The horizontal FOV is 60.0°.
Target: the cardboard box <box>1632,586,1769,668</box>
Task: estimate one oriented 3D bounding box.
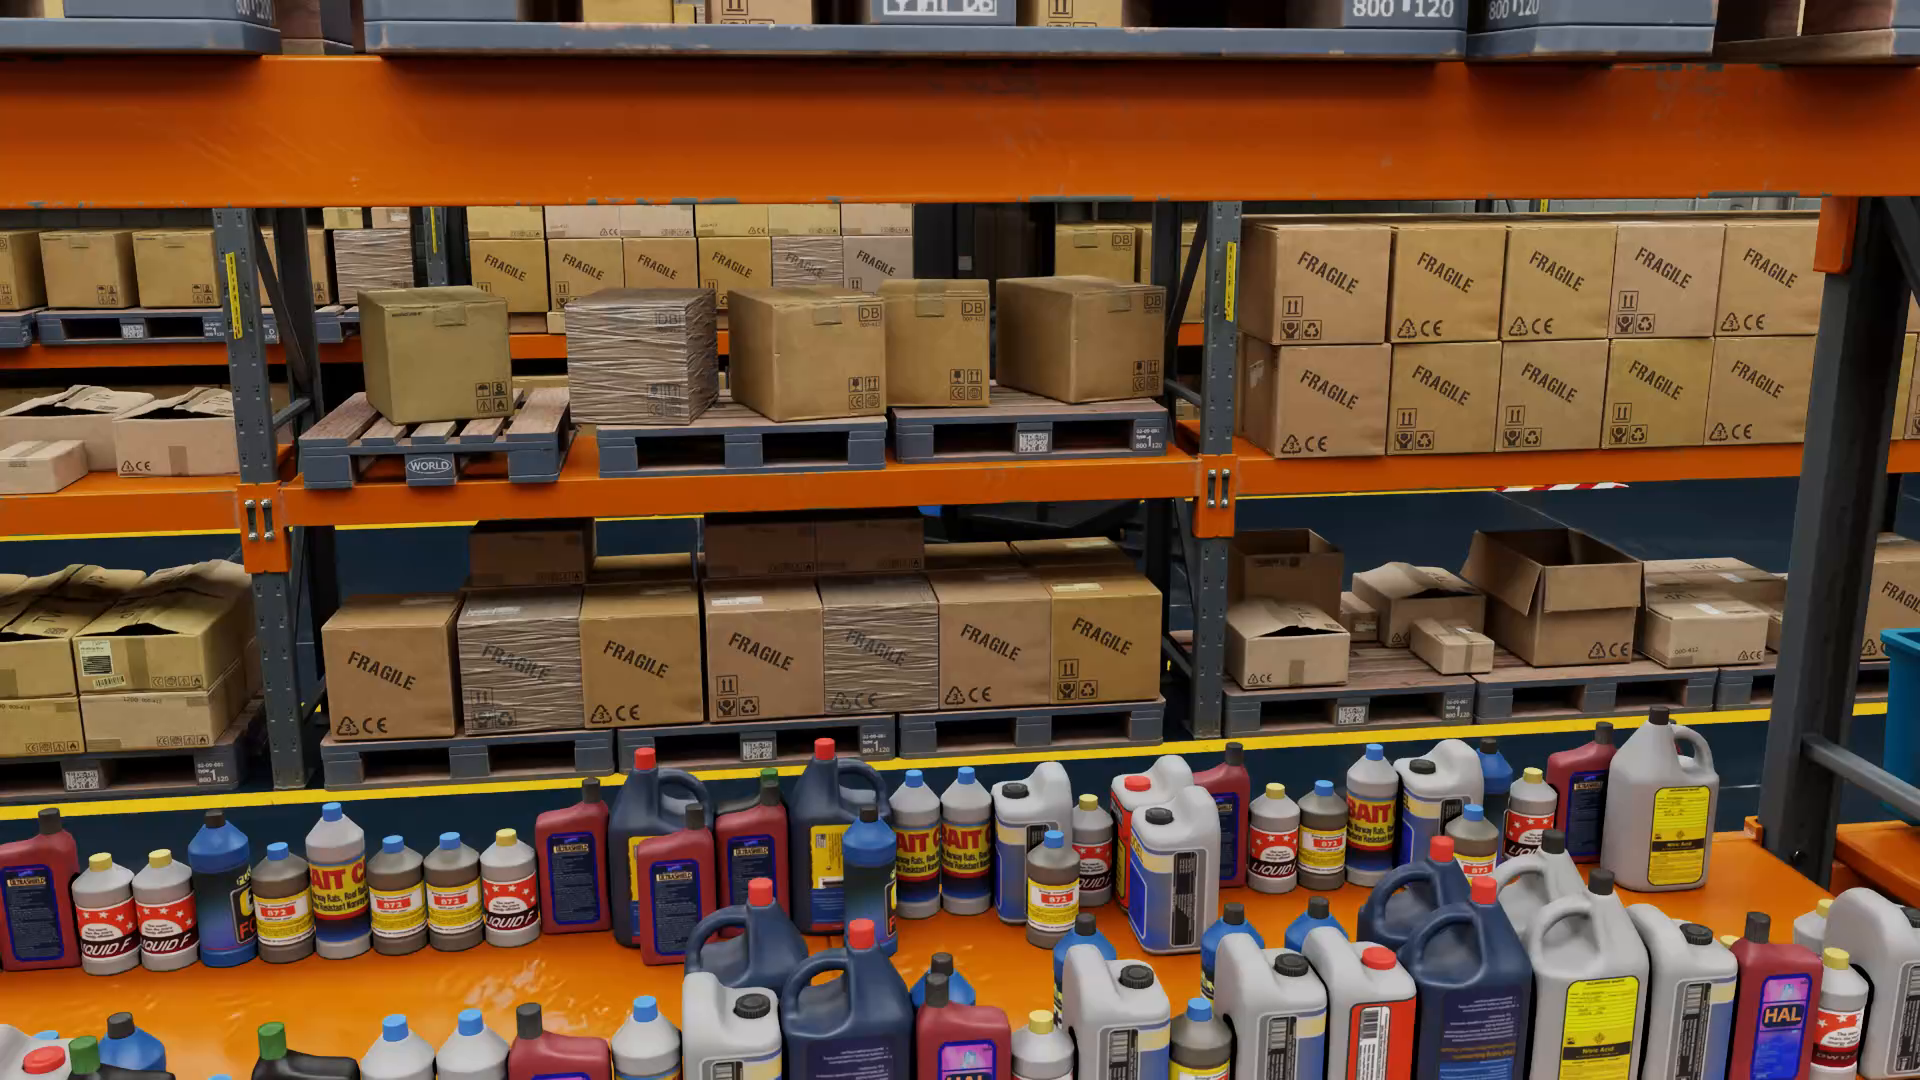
[{"bbox_3d":[3.566,0.419,8.134,0.500,0.250,0.500,-2,14,-8],"label":"cardboard box"}]

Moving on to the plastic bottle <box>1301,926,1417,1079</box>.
[{"bbox_3d":[0.588,0.712,2.470,0.135,0.276,0.152,-2,14,-8],"label":"plastic bottle"}]

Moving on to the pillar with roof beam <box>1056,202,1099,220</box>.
[{"bbox_3d":[1.519,-3.962,8.521,0.400,9.000,9.100,-2,14,-8],"label":"pillar with roof beam"}]

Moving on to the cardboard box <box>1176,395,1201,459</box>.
[{"bbox_3d":[1.566,-0.865,12.782,0.500,0.500,0.700,-2,14,-9],"label":"cardboard box"}]

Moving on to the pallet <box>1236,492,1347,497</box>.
[{"bbox_3d":[2.287,-0.556,13.003,1.213,0.211,1.003,-2,14,-8],"label":"pallet"}]

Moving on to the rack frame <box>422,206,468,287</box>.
[{"bbox_3d":[-3.641,-1.709,11.872,0.127,3.000,1.000,-2,14,-8],"label":"rack frame"}]

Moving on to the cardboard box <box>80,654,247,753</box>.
[{"bbox_3d":[-3.384,0.690,7.094,0.500,0.250,0.500,-2,14,-7],"label":"cardboard box"}]

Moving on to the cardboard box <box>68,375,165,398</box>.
[{"bbox_3d":[-5.923,-0.996,11.721,0.500,0.250,0.500,-3,14,-10],"label":"cardboard box"}]

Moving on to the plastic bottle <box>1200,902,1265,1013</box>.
[{"bbox_3d":[0.418,0.690,2.568,0.097,0.271,0.097,0,14,0],"label":"plastic bottle"}]

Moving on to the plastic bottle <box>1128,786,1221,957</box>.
[{"bbox_3d":[0.382,0.584,2.981,0.135,0.276,0.152,-2,14,-8],"label":"plastic bottle"}]

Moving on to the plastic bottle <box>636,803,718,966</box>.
[{"bbox_3d":[-0.495,0.600,2.905,0.133,0.283,0.061,-2,14,-8],"label":"plastic bottle"}]

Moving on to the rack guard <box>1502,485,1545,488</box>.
[{"bbox_3d":[4.293,-0.788,13.335,0.348,0.500,1.175,-2,14,-8],"label":"rack guard"}]

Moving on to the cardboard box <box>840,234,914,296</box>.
[{"bbox_3d":[-0.608,-1.959,12.007,0.500,0.500,0.500,-2,14,-8],"label":"cardboard box"}]

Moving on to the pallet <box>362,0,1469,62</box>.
[{"bbox_3d":[-0.092,-0.741,2.232,1.213,0.211,1.003,-2,14,-8],"label":"pallet"}]

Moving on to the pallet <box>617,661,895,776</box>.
[{"bbox_3d":[-0.952,0.773,7.705,1.213,0.211,1.003,-2,14,-8],"label":"pallet"}]

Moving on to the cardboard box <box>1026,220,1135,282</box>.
[{"bbox_3d":[0.853,-2.016,12.476,0.700,0.700,0.980,-2,14,-7],"label":"cardboard box"}]

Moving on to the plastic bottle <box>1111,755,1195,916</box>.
[{"bbox_3d":[0.360,0.548,3.127,0.135,0.276,0.152,-2,14,-8],"label":"plastic bottle"}]

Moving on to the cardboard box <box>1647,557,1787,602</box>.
[{"bbox_3d":[3.937,0.282,8.679,0.500,0.250,0.500,-2,14,-8],"label":"cardboard box"}]

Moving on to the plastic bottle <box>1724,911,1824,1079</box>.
[{"bbox_3d":[1.226,0.697,2.517,0.133,0.283,0.061,-2,14,-8],"label":"plastic bottle"}]

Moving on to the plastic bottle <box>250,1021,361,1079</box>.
[{"bbox_3d":[-0.864,0.773,2.212,0.133,0.283,0.061,-2,14,-8],"label":"plastic bottle"}]

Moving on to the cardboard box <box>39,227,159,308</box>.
[{"bbox_3d":[-5.888,-1.886,11.468,0.500,0.500,0.700,0,14,-1],"label":"cardboard box"}]

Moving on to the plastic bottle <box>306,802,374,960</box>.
[{"bbox_3d":[-1.099,0.597,2.941,0.097,0.271,0.097,0,14,0],"label":"plastic bottle"}]

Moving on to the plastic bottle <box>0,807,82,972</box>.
[{"bbox_3d":[-1.601,0.605,2.884,0.133,0.283,0.061,-2,14,-8],"label":"plastic bottle"}]

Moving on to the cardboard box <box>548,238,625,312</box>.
[{"bbox_3d":[-2.604,-1.885,11.712,0.500,0.500,0.500,-2,14,-6],"label":"cardboard box"}]

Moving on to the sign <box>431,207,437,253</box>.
[{"bbox_3d":[-3.551,-2.102,11.221,0.005,0.325,0.100,-2,14,-8],"label":"sign"}]

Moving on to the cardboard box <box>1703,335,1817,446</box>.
[{"bbox_3d":[3.602,-0.738,7.794,0.500,0.500,0.500,-2,14,-8],"label":"cardboard box"}]

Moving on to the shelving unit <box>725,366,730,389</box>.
[{"bbox_3d":[-1.262,-0.568,11.022,0.258,1.200,0.503,14,20,43],"label":"shelving unit"}]

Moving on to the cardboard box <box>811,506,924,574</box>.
[{"bbox_3d":[-0.448,-0.032,7.877,0.500,0.250,0.500,-2,14,-8],"label":"cardboard box"}]

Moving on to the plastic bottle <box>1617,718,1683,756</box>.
[{"bbox_3d":[1.364,0.496,3.318,0.133,0.283,0.061,-2,14,-8],"label":"plastic bottle"}]

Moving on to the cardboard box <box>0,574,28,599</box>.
[{"bbox_3d":[-4.484,0.327,7.386,0.500,0.311,0.500,-2,14,-10],"label":"cardboard box"}]

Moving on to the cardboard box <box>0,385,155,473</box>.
[{"bbox_3d":[-3.813,-0.489,7.188,0.500,0.311,0.500,-2,14,-9],"label":"cardboard box"}]

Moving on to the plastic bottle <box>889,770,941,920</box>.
[{"bbox_3d":[-0.085,0.559,3.090,0.097,0.271,0.097,0,14,0],"label":"plastic bottle"}]

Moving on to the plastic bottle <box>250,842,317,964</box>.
[{"bbox_3d":[-1.195,0.634,2.936,0.097,0.201,0.097,0,14,0],"label":"plastic bottle"}]

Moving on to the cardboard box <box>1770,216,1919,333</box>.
[{"bbox_3d":[4.112,-1.241,7.741,0.500,0.500,0.500,-2,14,-7],"label":"cardboard box"}]

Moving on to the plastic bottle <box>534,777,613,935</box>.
[{"bbox_3d":[-0.699,0.572,3.016,0.133,0.283,0.061,-2,14,-8],"label":"plastic bottle"}]

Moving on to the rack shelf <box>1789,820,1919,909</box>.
[{"bbox_3d":[3.768,0.805,3.324,4.000,0.370,1.077,-2,14,-8],"label":"rack shelf"}]

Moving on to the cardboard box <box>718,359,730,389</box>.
[{"bbox_3d":[-2.028,-0.896,12.183,0.750,0.750,0.750,-2,14,-9],"label":"cardboard box"}]

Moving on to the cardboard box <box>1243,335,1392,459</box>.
[{"bbox_3d":[1.600,-0.664,7.499,0.500,0.500,0.500,-2,14,-7],"label":"cardboard box"}]

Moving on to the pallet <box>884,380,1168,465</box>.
[{"bbox_3d":[0.249,-0.567,7.711,1.213,0.211,1.003,-2,14,-8],"label":"pallet"}]

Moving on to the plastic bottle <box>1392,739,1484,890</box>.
[{"bbox_3d":[0.914,0.527,3.208,0.135,0.276,0.152,-2,14,-8],"label":"plastic bottle"}]

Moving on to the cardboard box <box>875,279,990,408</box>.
[{"bbox_3d":[-0.117,-0.912,7.621,0.500,0.500,0.700,0,14,1],"label":"cardboard box"}]

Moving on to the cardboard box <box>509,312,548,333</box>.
[{"bbox_3d":[-3.031,-1.560,11.753,0.250,0.149,0.380,-2,14,-8],"label":"cardboard box"}]

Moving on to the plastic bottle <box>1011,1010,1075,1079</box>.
[{"bbox_3d":[0.115,0.773,2.383,0.097,0.201,0.097,0,14,0],"label":"plastic bottle"}]

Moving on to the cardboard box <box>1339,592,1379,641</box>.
[{"bbox_3d":[1.939,0.390,8.458,0.250,0.149,0.380,-2,14,-8],"label":"cardboard box"}]

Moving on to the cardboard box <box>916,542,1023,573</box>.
[{"bbox_3d":[0.015,0.317,8.025,0.500,0.500,0.500,-2,14,-7],"label":"cardboard box"}]

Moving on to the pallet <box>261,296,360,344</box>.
[{"bbox_3d":[-4.330,-1.565,11.690,1.003,0.211,1.213,-2,14,-8],"label":"pallet"}]

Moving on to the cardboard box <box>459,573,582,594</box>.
[{"bbox_3d":[-2.010,0.391,7.732,0.500,0.500,0.500,-2,14,-6],"label":"cardboard box"}]

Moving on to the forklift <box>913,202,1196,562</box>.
[{"bbox_3d":[0.525,-1.321,10.466,3.031,2.935,1.130,8,16,29],"label":"forklift"}]

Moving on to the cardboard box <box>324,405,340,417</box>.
[{"bbox_3d":[-4.346,-0.672,11.968,0.500,0.500,0.700,-2,14,-8],"label":"cardboard box"}]

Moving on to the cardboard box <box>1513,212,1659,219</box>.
[{"bbox_3d":[3.019,-1.332,8.107,0.500,0.500,0.500,-2,14,-9],"label":"cardboard box"}]

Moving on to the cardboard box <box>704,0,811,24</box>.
[{"bbox_3d":[-0.772,-2.369,7.061,0.600,0.600,0.600,-3,14,-11],"label":"cardboard box"}]

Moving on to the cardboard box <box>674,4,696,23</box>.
[{"bbox_3d":[-2.105,-3.506,11.761,0.500,0.500,0.700,-1,14,-5],"label":"cardboard box"}]

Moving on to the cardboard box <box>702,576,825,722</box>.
[{"bbox_3d":[-0.878,0.476,7.392,0.500,0.500,0.500,-3,14,-10],"label":"cardboard box"}]

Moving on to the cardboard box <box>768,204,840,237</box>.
[{"bbox_3d":[-1.121,-2.307,11.856,0.500,0.250,0.500,-2,14,-7],"label":"cardboard box"}]

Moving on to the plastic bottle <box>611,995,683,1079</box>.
[{"bbox_3d":[-0.429,0.759,2.295,0.097,0.271,0.097,0,14,0],"label":"plastic bottle"}]

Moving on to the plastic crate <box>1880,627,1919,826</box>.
[{"bbox_3d":[2.201,0.408,3.337,0.575,0.384,0.392,-2,14,-8],"label":"plastic crate"}]

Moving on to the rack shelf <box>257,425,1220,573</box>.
[{"bbox_3d":[-0.922,-0.242,7.497,4.000,0.370,1.077,-2,14,-8],"label":"rack shelf"}]

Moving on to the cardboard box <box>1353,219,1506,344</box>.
[{"bbox_3d":[2.074,-1.165,7.438,0.500,0.500,0.500,-3,14,-10],"label":"cardboard box"}]

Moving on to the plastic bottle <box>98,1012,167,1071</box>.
[{"bbox_3d":[-1.122,0.769,2.253,0.097,0.271,0.097,0,14,0],"label":"plastic bottle"}]
